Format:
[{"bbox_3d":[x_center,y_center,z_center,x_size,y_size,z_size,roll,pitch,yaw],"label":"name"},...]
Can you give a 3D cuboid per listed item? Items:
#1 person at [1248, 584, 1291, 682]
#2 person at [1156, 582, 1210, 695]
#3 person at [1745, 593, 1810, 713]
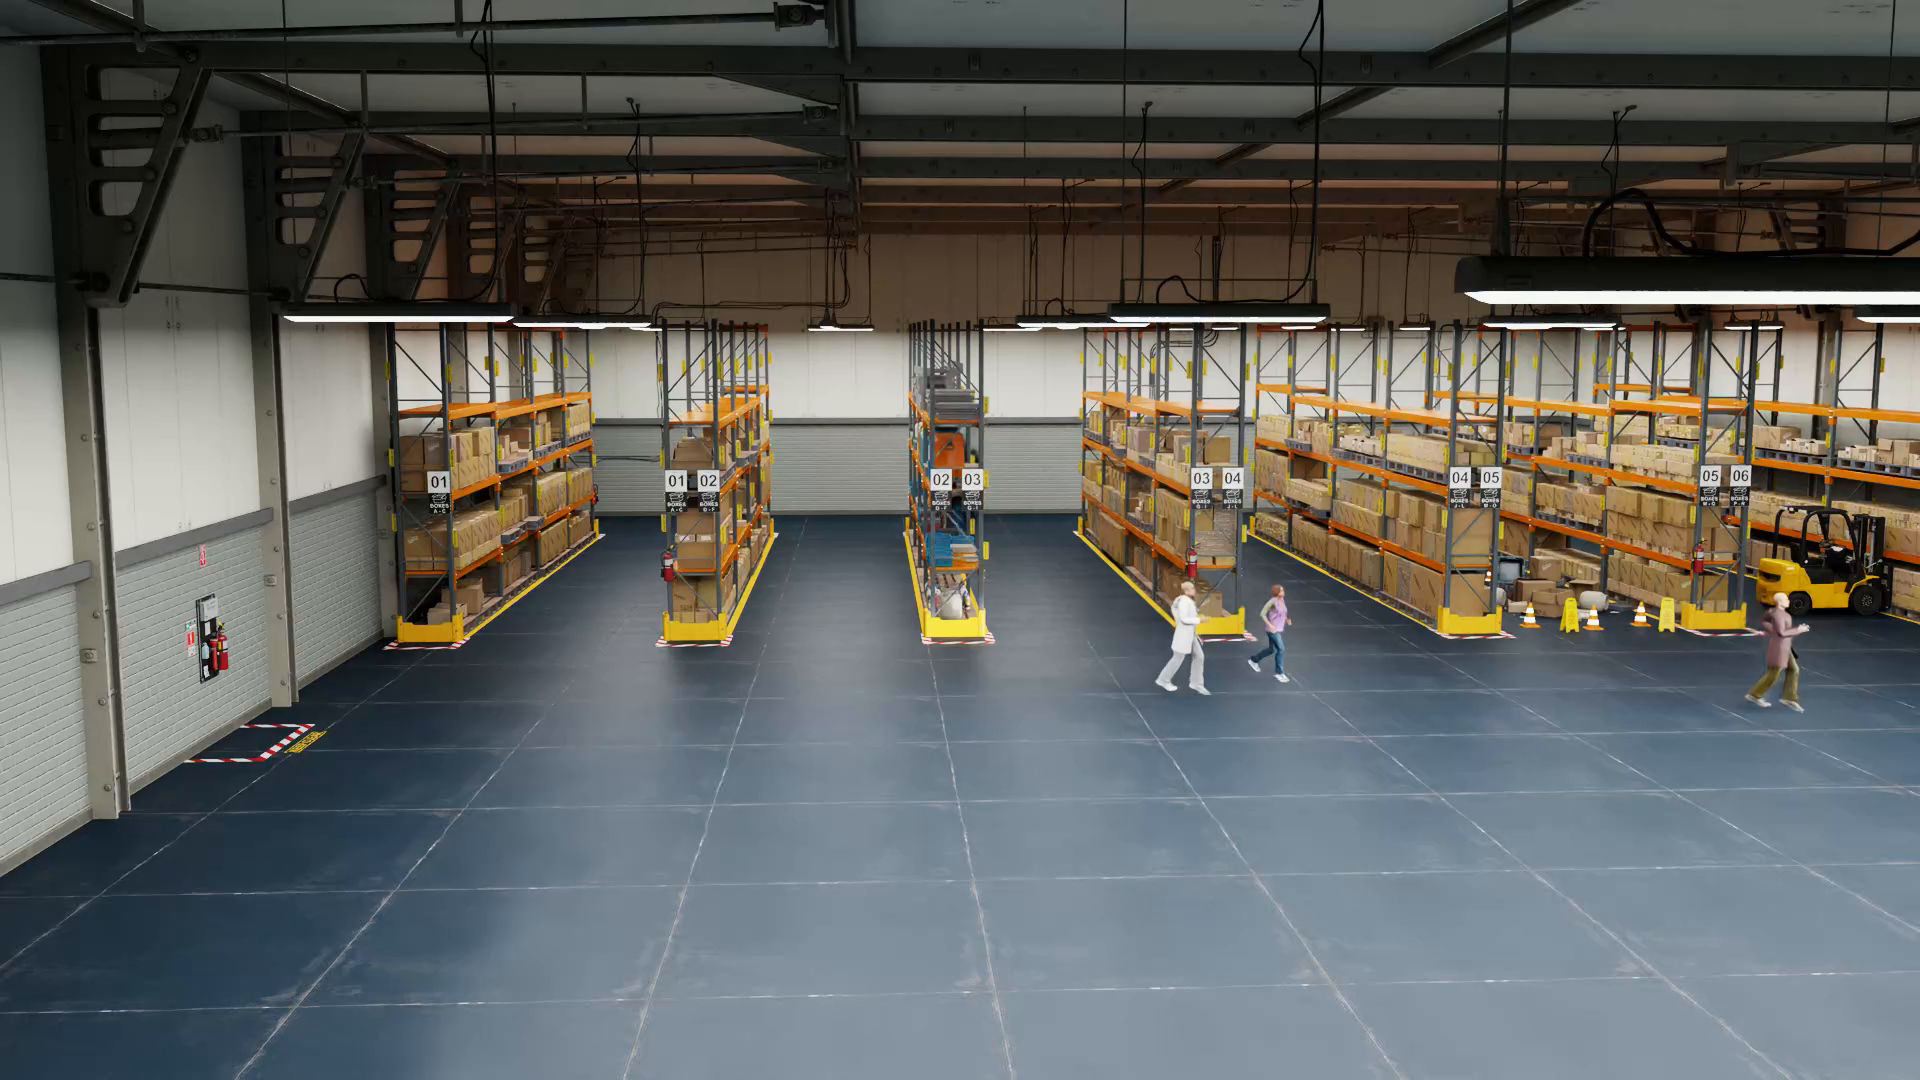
[{"bbox_3d":[5.166,1.520,27.657,0.775,1.612,0.536,4,8,32],"label":"person"},{"bbox_3d":[3.578,1.573,26.503,0.844,1.831,0.683,3,8,22],"label":"person"},{"bbox_3d":[12.461,1.708,25.327,0.831,1.831,0.685,4,8,30],"label":"person"}]
